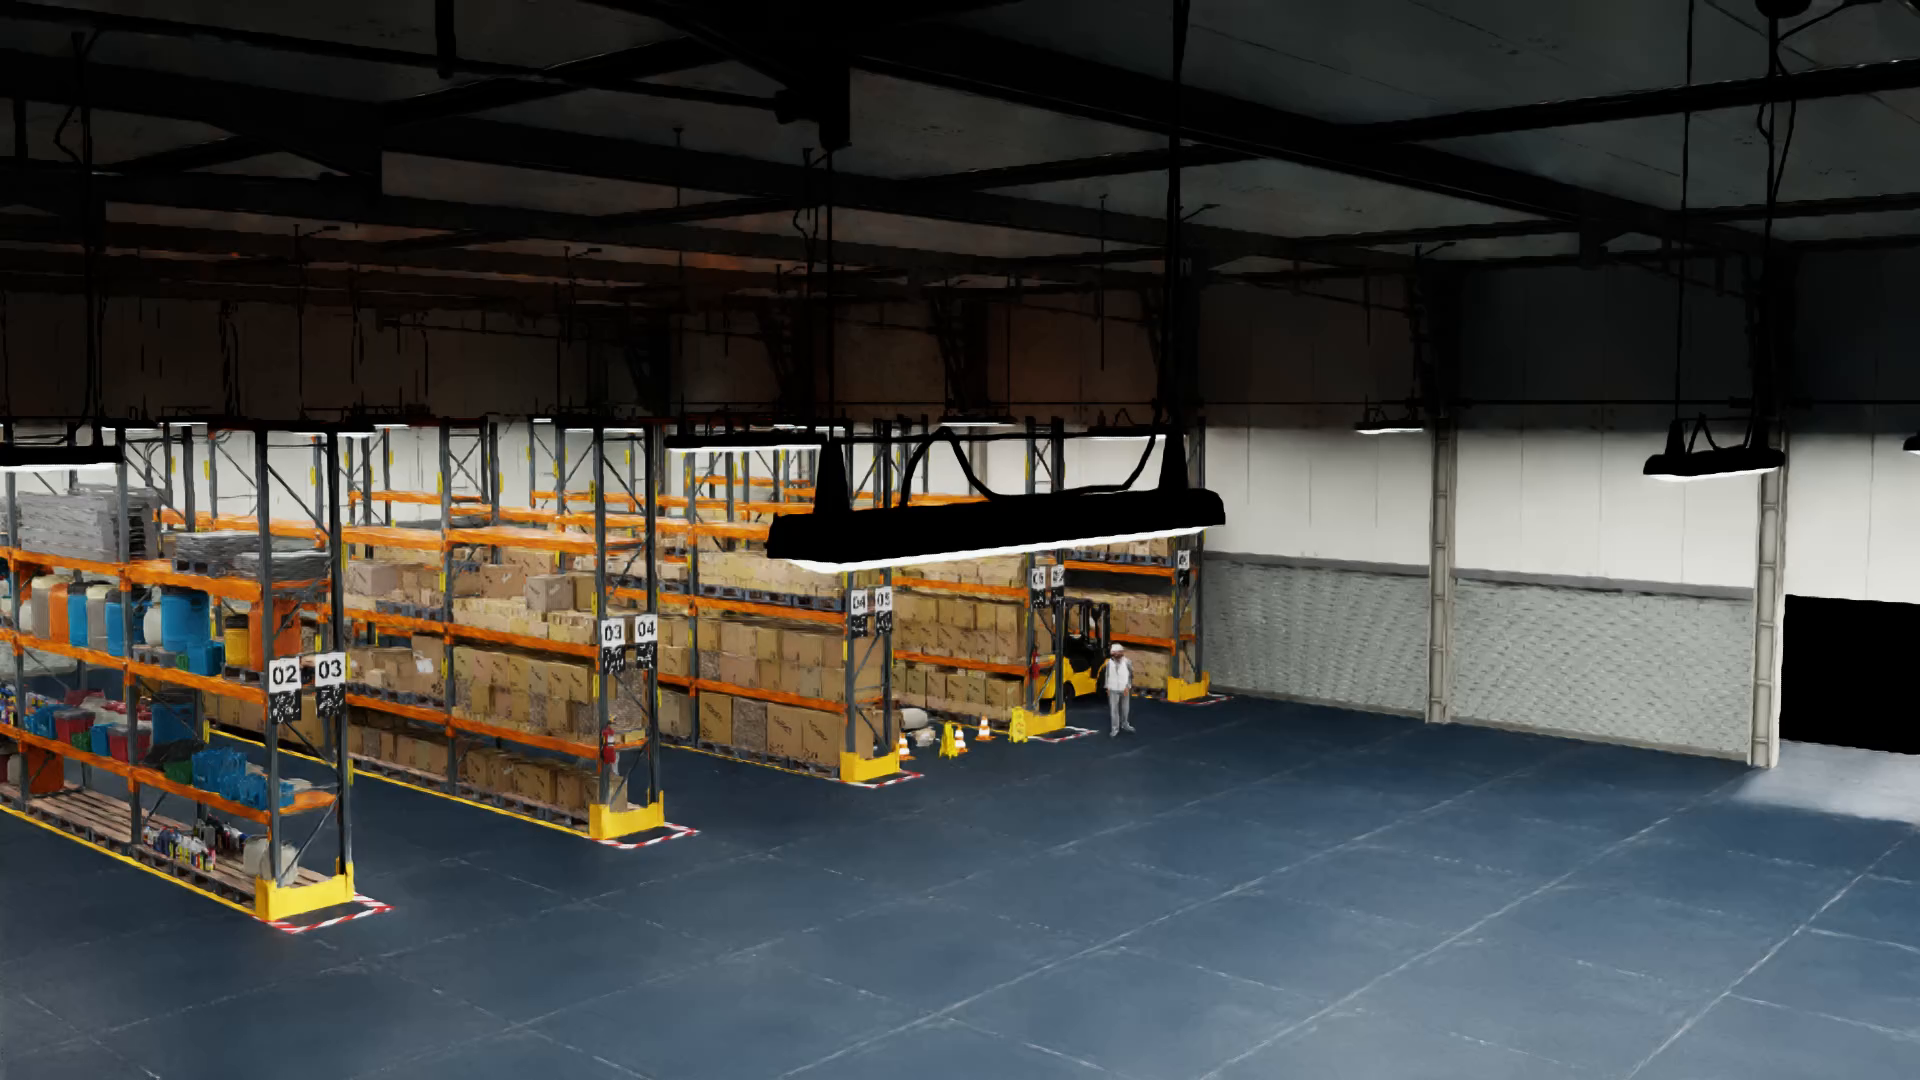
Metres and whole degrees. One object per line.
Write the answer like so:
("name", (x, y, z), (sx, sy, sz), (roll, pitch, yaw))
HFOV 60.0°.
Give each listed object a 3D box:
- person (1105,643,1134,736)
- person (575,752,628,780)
("person", (3.040, 2.823, 31.701), (0.554, 1.769, 0.701), (1, 5, 12))
("person", (-6.002, 3.240, 27.508), (0.809, 1.595, 0.653), (2, 5, 23))
